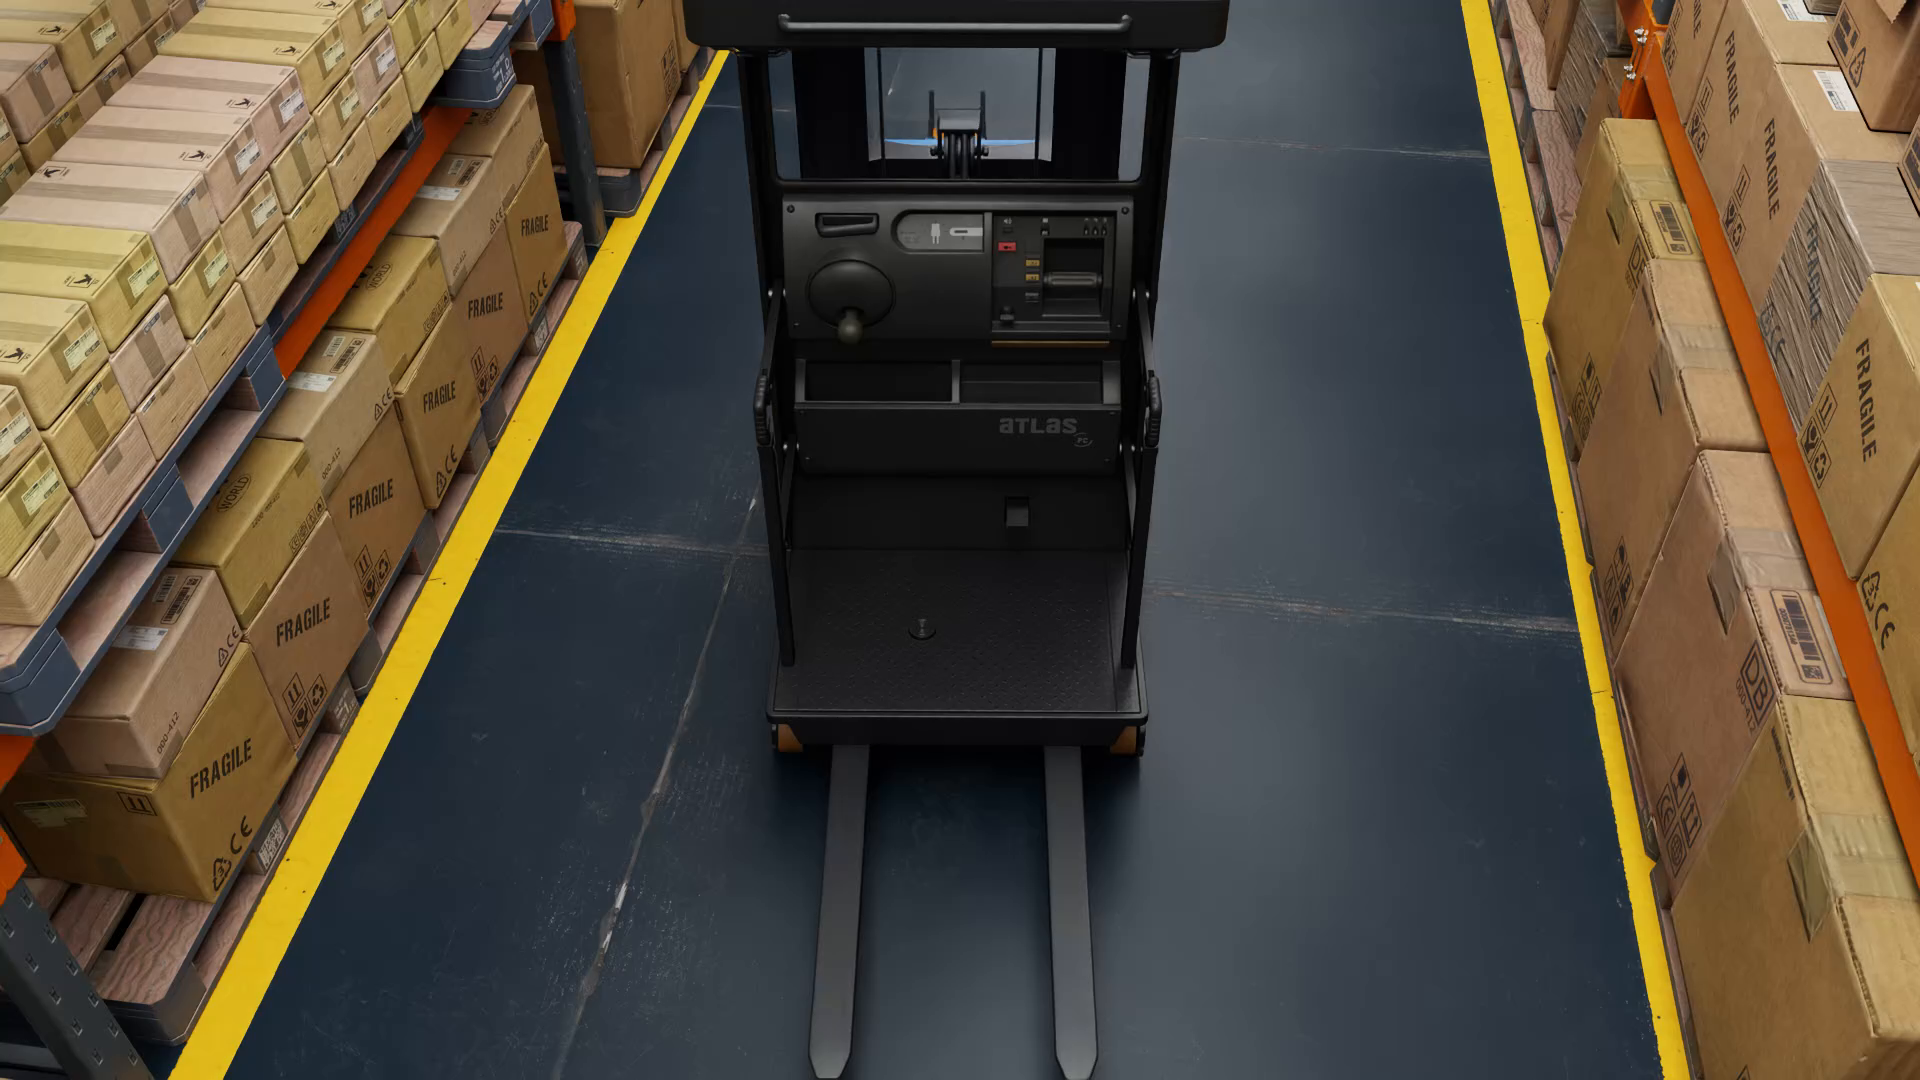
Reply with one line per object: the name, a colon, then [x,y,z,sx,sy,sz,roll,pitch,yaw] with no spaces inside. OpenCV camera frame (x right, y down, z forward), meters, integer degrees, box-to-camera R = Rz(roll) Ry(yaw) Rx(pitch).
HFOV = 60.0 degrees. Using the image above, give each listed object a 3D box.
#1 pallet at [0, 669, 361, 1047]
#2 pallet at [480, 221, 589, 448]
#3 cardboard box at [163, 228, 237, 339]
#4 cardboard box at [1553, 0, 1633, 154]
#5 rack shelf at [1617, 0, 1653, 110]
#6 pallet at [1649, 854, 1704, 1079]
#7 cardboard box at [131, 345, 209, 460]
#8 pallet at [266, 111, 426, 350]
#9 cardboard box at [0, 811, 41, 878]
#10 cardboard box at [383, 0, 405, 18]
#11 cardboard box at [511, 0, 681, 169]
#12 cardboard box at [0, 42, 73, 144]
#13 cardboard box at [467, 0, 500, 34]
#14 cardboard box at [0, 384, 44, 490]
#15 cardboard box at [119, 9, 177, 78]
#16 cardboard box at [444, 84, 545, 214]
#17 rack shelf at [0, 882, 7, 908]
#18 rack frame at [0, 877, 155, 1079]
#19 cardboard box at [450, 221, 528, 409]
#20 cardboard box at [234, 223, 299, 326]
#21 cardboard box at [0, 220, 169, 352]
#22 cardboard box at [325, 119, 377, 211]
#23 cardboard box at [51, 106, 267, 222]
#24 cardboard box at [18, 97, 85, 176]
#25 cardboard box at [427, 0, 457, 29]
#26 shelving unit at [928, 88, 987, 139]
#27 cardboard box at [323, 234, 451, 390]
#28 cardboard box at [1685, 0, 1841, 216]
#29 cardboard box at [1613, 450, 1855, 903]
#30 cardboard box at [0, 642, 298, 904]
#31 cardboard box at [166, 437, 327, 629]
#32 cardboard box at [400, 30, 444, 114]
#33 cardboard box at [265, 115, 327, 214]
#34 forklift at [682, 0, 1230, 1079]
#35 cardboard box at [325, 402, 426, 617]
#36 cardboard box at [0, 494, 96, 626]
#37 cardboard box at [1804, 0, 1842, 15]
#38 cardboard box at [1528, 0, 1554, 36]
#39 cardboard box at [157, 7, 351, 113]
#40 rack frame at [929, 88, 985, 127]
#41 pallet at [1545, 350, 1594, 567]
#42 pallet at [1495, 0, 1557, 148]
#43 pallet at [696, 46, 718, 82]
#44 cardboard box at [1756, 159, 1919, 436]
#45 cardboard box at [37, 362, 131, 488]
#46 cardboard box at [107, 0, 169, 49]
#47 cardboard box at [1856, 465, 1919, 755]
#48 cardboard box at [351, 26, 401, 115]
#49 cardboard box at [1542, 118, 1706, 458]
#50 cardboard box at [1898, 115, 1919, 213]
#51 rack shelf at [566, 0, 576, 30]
pallet: [-2.443,0.798,4.753,1.003,0.211,1.213,5,44,6]
pallet: [-2.120,-0.865,6.510,1.003,0.211,1.213,5,44,6]
cardboard box: [-1.936,-0.610,3.873,0.380,0.149,0.250,4,44,4]
cardboard box: [3.017,-1.980,7.157,0.700,0.500,0.500,2,43,2]
rack shelf: [3.152,-2.992,7.251,1.077,0.370,4.000,5,44,6]
pallet: [2.386,1.316,4.207,1.003,0.211,1.213,5,44,6]
cardboard box: [-1.968,-0.331,3.795,0.380,0.149,0.250,6,44,6]
pallet: [-2.236,-0.987,4.750,1.003,0.211,1.213,5,44,6]
cardboard box: [-2.696,0.544,4.506,0.500,0.500,0.500,4,44,5]
cardboard box: [-1.765,-1.616,4.719,0.380,0.149,0.250,5,44,6]
cardboard box: [-1.846,-2.152,7.172,1.050,0.750,0.750,5,44,5]
cardboard box: [-2.511,-1.140,4.217,0.380,0.149,0.250,3,44,4]
cardboard box: [-1.693,-1.749,5.292,0.380,0.149,0.250,6,44,6]
cardboard box: [-2.036,-0.188,3.211,0.380,0.149,0.250,7,44,8]
cardboard box: [-2.447,-1.390,4.697,0.380,0.149,0.250,5,44,5]
cardboard box: [-1.846,-1.437,6.053,0.500,0.250,0.500,4,44,5]
rack shelf: [-2.809,1.941,2.042,1.077,0.370,4.000,5,44,6]
rack frame: [-2.541,0.317,3.234,0.949,2.616,0.053,5,44,6]
cardboard box: [-1.916,-0.829,5.956,0.500,0.500,0.500,7,44,7]
cardboard box: [-1.901,-0.675,4.159,0.380,0.149,0.250,3,44,4]
cardboard box: [-1.969,-0.553,3.596,0.380,0.149,0.250,6,44,6]
cardboard box: [-1.832,-1.033,4.537,0.380,0.149,0.250,3,44,4]
cardboard box: [-1.900,-0.897,3.960,0.380,0.149,0.250,5,44,5]
cardboard box: [-2.517,-1.041,4.328,0.380,0.149,0.250,5,44,6]
cardboard box: [-1.729,-1.669,4.992,0.380,0.149,0.250,5,44,6]
shelving unit: [-0.010,-1.121,6.157,0.215,1.050,0.252,0,39,0]
cardboard box: [-1.985,-0.747,5.324,0.500,0.250,0.500,6,44,6]
cardboard box: [2.488,-1.268,4.835,0.500,0.500,0.500,4,44,4]
cardboard box: [2.541,0.408,4.377,1.225,0.875,0.875,4,44,4]
cardboard box: [-2.184,0.592,4.456,0.500,0.500,0.500,7,44,7]
cardboard box: [-2.117,-0.043,4.581,0.500,0.250,0.500,6,44,7]
cardboard box: [-1.764,-1.395,4.919,0.380,0.149,0.250,3,44,4]
cardboard box: [-1.868,-0.974,4.258,0.380,0.149,0.250,5,44,5]
forklift: [-0.005,-0.632,4.285,1.130,2.935,3.031,0,43,0]
cardboard box: [-2.059,-0.127,5.215,0.500,0.500,0.500,6,44,6]
cardboard box: [-2.036,0.028,3.416,0.380,0.149,0.250,3,44,3]
cardboard box: [2.775,-1.794,4.660,0.797,0.503,0.637,7,44,7]
cardboard box: [3.159,-2.747,7.967,0.700,0.500,0.500,2,43,2]
cardboard box: [-1.834,-1.253,4.336,0.380,0.149,0.250,6,44,7]
rack frame: [-0.010,-1.197,6.252,0.200,1.050,0.008,0,39,0]
pallet: [2.709,-0.347,5.963,1.003,0.211,1.213,5,44,6]
pallet: [3.156,-2.239,7.961,1.003,0.211,1.213,5,44,6]
pallet: [-1.673,-2.757,8.508,1.003,0.211,1.213,5,44,6]
cardboard box: [2.356,-0.578,4.106,0.500,0.500,0.500,5,44,6]
cardboard box: [-2.004,-0.256,3.500,0.380,0.149,0.250,4,44,5]
cardboard box: [-2.441,-1.494,4.590,0.380,0.149,0.250,6,44,7]
cardboard box: [2.222,0.120,3.369,0.500,0.500,0.500,7,44,7]
cardboard box: [-1.798,-1.322,4.625,0.380,0.149,0.250,6,44,7]
cardboard box: [2.776,-0.802,5.656,1.225,0.875,0.875,3,44,4]
cardboard box: [2.604,-0.892,3.708,0.797,0.503,0.637,7,44,7]
rack shelf: [-1.751,-3.511,7.800,1.077,0.370,4.000,5,44,6]
